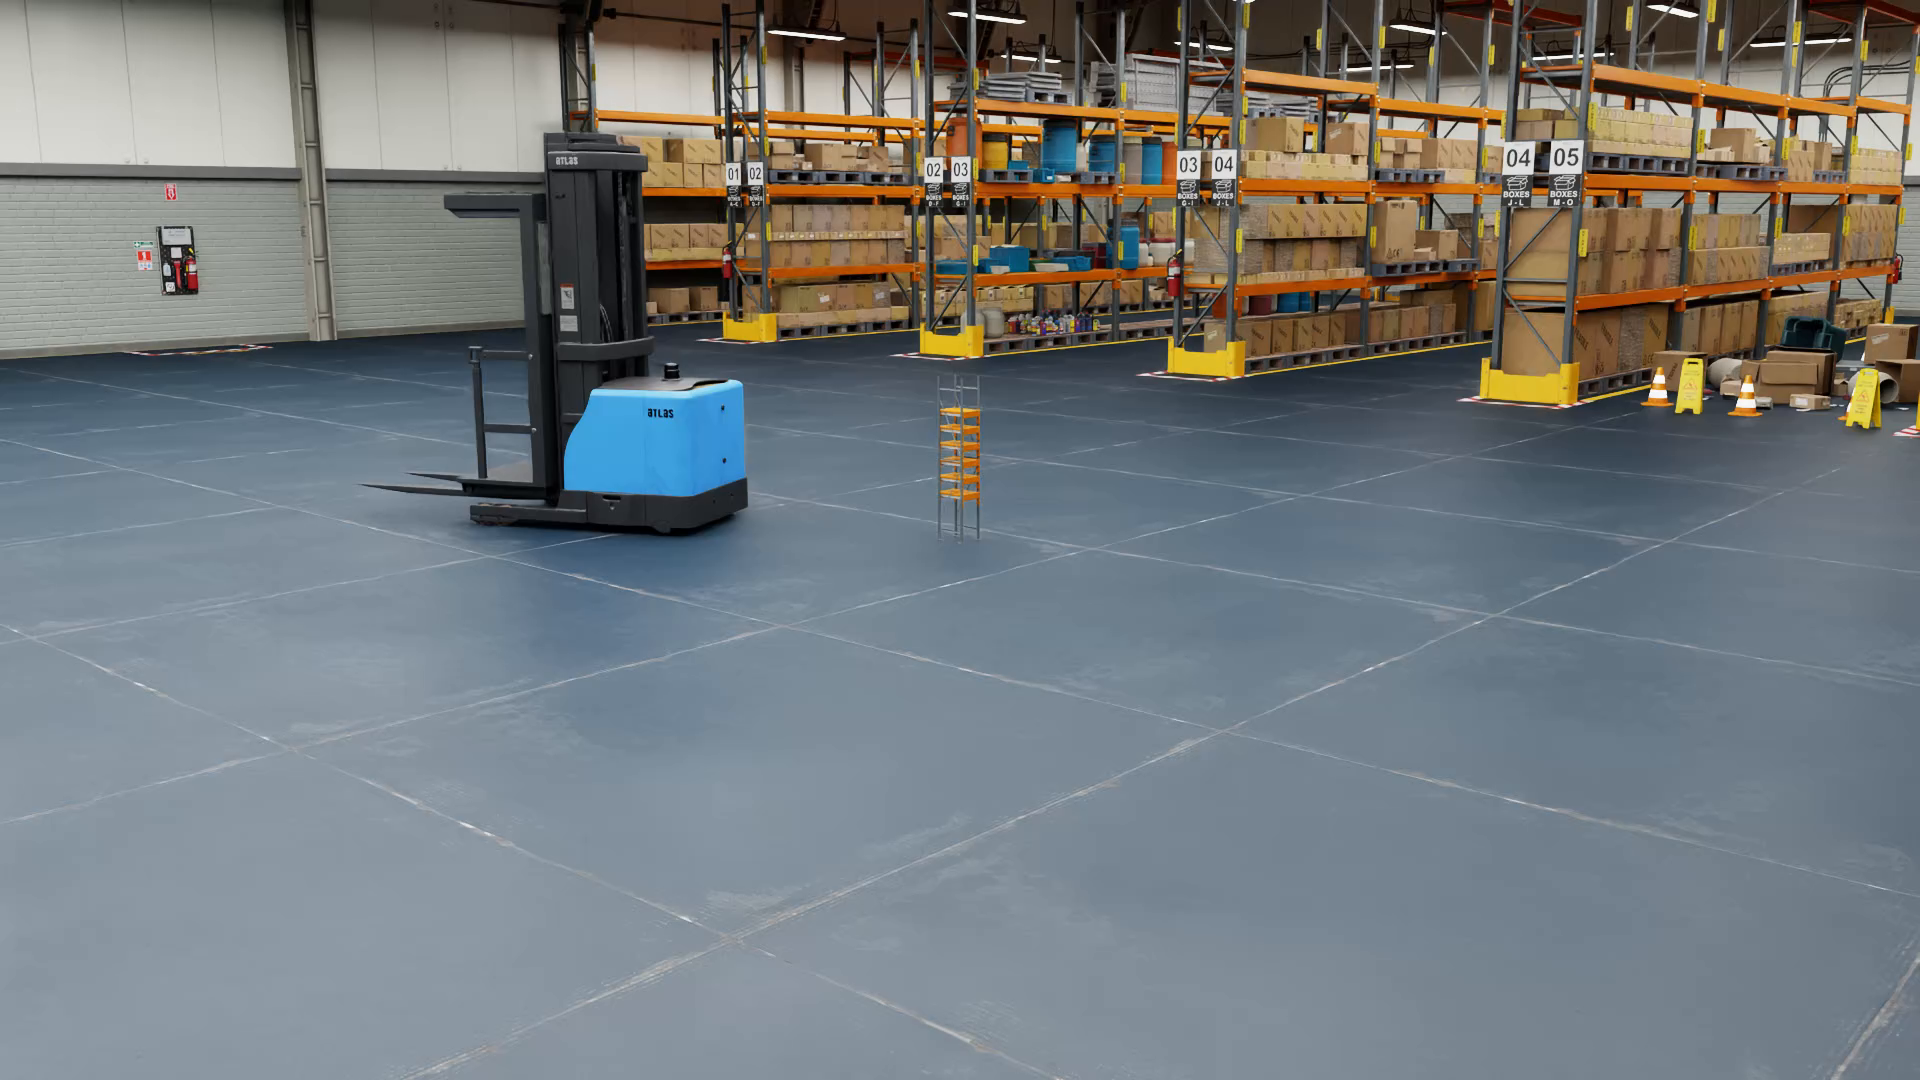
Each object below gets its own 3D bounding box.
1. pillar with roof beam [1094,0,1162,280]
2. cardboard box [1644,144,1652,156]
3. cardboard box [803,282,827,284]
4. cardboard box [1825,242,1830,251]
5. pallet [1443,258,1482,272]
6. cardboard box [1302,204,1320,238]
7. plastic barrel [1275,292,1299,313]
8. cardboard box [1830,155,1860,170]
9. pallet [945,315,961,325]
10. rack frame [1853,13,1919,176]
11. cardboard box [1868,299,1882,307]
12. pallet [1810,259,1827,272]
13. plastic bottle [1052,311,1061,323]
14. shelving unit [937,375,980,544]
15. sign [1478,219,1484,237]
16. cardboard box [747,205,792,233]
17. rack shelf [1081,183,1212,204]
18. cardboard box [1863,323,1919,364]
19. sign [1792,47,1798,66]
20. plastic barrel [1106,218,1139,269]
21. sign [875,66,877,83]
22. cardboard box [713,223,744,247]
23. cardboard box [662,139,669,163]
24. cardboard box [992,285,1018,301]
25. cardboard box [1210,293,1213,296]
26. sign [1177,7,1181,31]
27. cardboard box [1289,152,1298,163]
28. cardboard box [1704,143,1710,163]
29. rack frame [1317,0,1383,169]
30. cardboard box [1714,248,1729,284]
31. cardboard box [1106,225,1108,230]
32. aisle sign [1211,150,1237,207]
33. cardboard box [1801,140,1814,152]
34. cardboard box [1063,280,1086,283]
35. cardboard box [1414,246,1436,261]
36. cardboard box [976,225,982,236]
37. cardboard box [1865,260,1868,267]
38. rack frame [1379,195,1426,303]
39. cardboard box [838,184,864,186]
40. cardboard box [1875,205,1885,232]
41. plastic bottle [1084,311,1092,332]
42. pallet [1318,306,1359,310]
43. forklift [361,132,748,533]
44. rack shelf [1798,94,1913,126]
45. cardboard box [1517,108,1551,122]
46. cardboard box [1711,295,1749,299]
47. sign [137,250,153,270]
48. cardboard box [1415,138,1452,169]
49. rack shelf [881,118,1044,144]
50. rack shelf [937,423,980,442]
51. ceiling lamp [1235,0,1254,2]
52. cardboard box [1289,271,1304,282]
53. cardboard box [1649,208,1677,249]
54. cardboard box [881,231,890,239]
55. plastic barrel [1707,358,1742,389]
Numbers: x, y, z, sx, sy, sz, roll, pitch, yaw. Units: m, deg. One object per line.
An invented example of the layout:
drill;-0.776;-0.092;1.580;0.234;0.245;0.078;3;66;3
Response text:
pillar with roof beam;7.328;-11.077;44.695;9.100;9.000;0.548;10;15;40
cardboard box;8.855;-5.123;21.856;0.380;0.149;0.250;10;15;40
cardboard box;-2.766;-4.754;32.387;0.500;0.500;0.500;10;15;40
cardboard box;15.028;-5.161;29.203;0.380;0.149;0.250;10;15;42
pallet;8.453;-4.872;29.433;1.213;0.211;1.003;10;15;40
cardboard box;5.120;-4.859;25.312;0.500;0.500;0.500;10;15;40
plastic barrel;6.924;-5.308;35.414;0.600;0.901;0.708;10;15;40
cardboard box;15.640;-6.699;29.541;0.500;0.250;0.500;10;15;42
pallet;0.026;-4.703;35.221;1.003;0.211;1.213;10;15;40
rack frame;17.783;-8.547;32.028;1.000;3.000;0.127;10;15;40
cardboard box;17.624;-4.594;32.242;0.380;0.149;0.250;10;15;41
pallet;14.529;-4.829;29.220;1.003;0.211;1.213;10;15;40
plastic bottle;1.746;-3.969;30.065;0.144;0.351;0.185;10;15;40
shelving unit;-0.010;-0.586;12.083;0.258;1.200;0.189;10;15;40
sign;9.257;-5.544;29.558;0.100;0.325;0.005;10;15;40
cardboard box;-3.524;-5.949;30.768;0.700;0.500;0.500;10;15;41
rack shelf;3.802;-6.549;31.518;1.077;0.370;4.000;10;15;40
cardboard box;12.290;-2.586;21.948;0.500;0.500;0.500;10;15;40
sign;14.747;-8.528;29.348;0.100;0.325;0.005;10;15;40
plastic barrel;2.965;-5.400;30.307;0.600;0.901;0.708;10;15;40
sign;-1.652;-9.284;33.133;0.100;0.325;0.005;10;15;40
cardboard box;-5.040;-6.611;36.072;0.500;0.500;0.500;10;15;40
cardboard box;-6.480;-8.170;34.941;0.500;0.500;0.500;10;15;40
cardboard box;0.905;-5.312;35.665;0.500;0.311;0.500;9;15;39
cardboard box;6.176;-6.209;41.751;0.380;0.166;0.250;10;15;40
sign;3.159;-7.460;23.795;0.100;0.325;0.005;10;15;40
cardboard box;4.802;-5.698;24.786;0.380;0.149;0.250;9;14;38
cardboard box;11.189;-5.883;25.249;0.500;0.311;0.500;9;15;39
rack frame;6.203;-7.438;26.474;1.000;3.000;0.127;10;15;40
cardboard box;11.076;-4.079;24.719;0.500;0.500;0.500;10;15;40
cardboard box;3.158;-7.059;38.567;0.500;0.500;0.700;-9;15;-39
aisle sign;3.747;-5.134;23.621;0.394;0.787;0.004;10;15;40
cardboard box;14.024;-6.534;28.272;0.797;0.503;0.637;10;15;40
cardboard box;2.551;-6.051;38.193;0.500;0.250;0.500;9;15;39
cardboard box;7.945;-4.944;28.577;0.396;0.266;0.258;9;15;39
cardboard box;0.206;-7.698;42.030;0.500;0.500;0.500;9;15;39
cardboard box;16.864;-5.219;31.326;0.380;0.149;0.250;9;14;38
rack frame;10.403;-6.902;39.107;1.000;3.000;0.127;10;15;40
cardboard box;-2.592;-8.302;38.635;0.500;0.311;0.500;10;15;40
cardboard box;16.997;-6.039;31.219;0.500;0.500;0.500;11;16;43
plastic bottle;2.273;-3.921;29.823;0.144;0.351;0.185;9;15;39
pallet;8.219;-5.059;37.001;1.003;0.211;1.213;10;15;40
forklift;-3.253;-1.635;12.912;3.031;2.935;1.130;4;12;17
rack shelf;16.463;-7.898;30.626;1.077;0.370;4.000;10;15;40
cardboard box;7.189;-5.338;20.900;0.380;0.149;0.250;10;15;41
cardboard box;12.757;-3.911;27.527;0.500;0.250;0.500;9;15;39
sign;-13.851;-4.751;28.251;0.001;0.329;0.234;10;15;40
cardboard box;8.047;-6.599;28.403;0.500;0.500;0.500;10;15;41
rack shelf;0.084;-8.464;34.472;1.077;0.370;4.000;10;15;40
rack shelf;-0.010;-0.778;12.045;0.258;0.103;0.180;10;15;40
ceiling lamp;4.496;-10.559;27.198;0.800;3.185;2.000;10;15;40
cardboard box;4.992;-4.003;25.238;0.380;0.149;0.250;10;15;40
cardboard box;9.317;-4.297;22.926;0.875;0.550;0.550;10;15;40
cardboard box;-1.591;-6.002;32.689;0.380;0.149;0.250;9;15;39
plastic barrel;10.265;-2.211;22.200;0.421;0.421;0.512;-2;11;-9
